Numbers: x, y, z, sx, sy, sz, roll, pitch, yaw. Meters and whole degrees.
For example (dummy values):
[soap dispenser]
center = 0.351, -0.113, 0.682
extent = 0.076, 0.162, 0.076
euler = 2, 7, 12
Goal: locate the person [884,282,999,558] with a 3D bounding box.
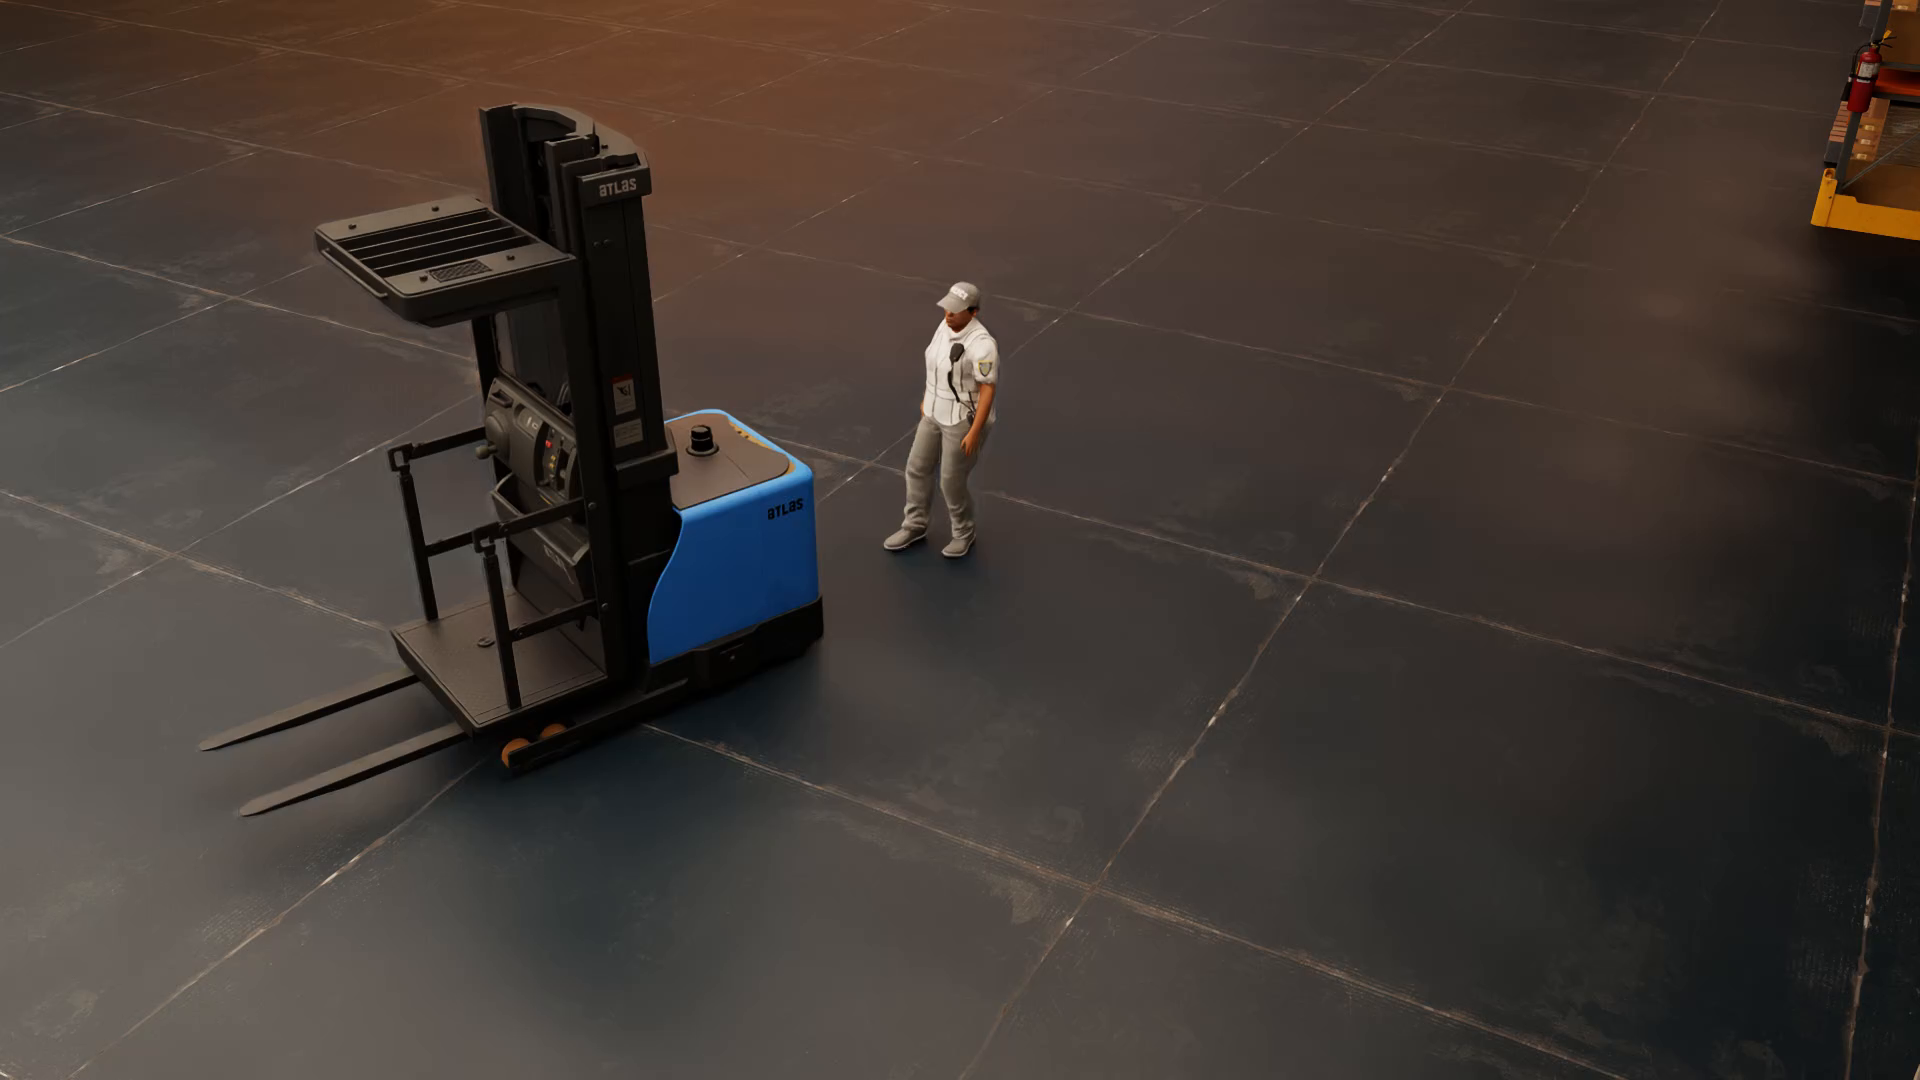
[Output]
[person]
center = -0.110, -0.665, 9.513
extent = 0.584, 1.663, 0.588
euler = -19, 35, -30

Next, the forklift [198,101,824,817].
[forklift]
center = -2.212, -0.440, 7.832
extent = 3.031, 2.935, 1.130
euler = -21, 36, -32
